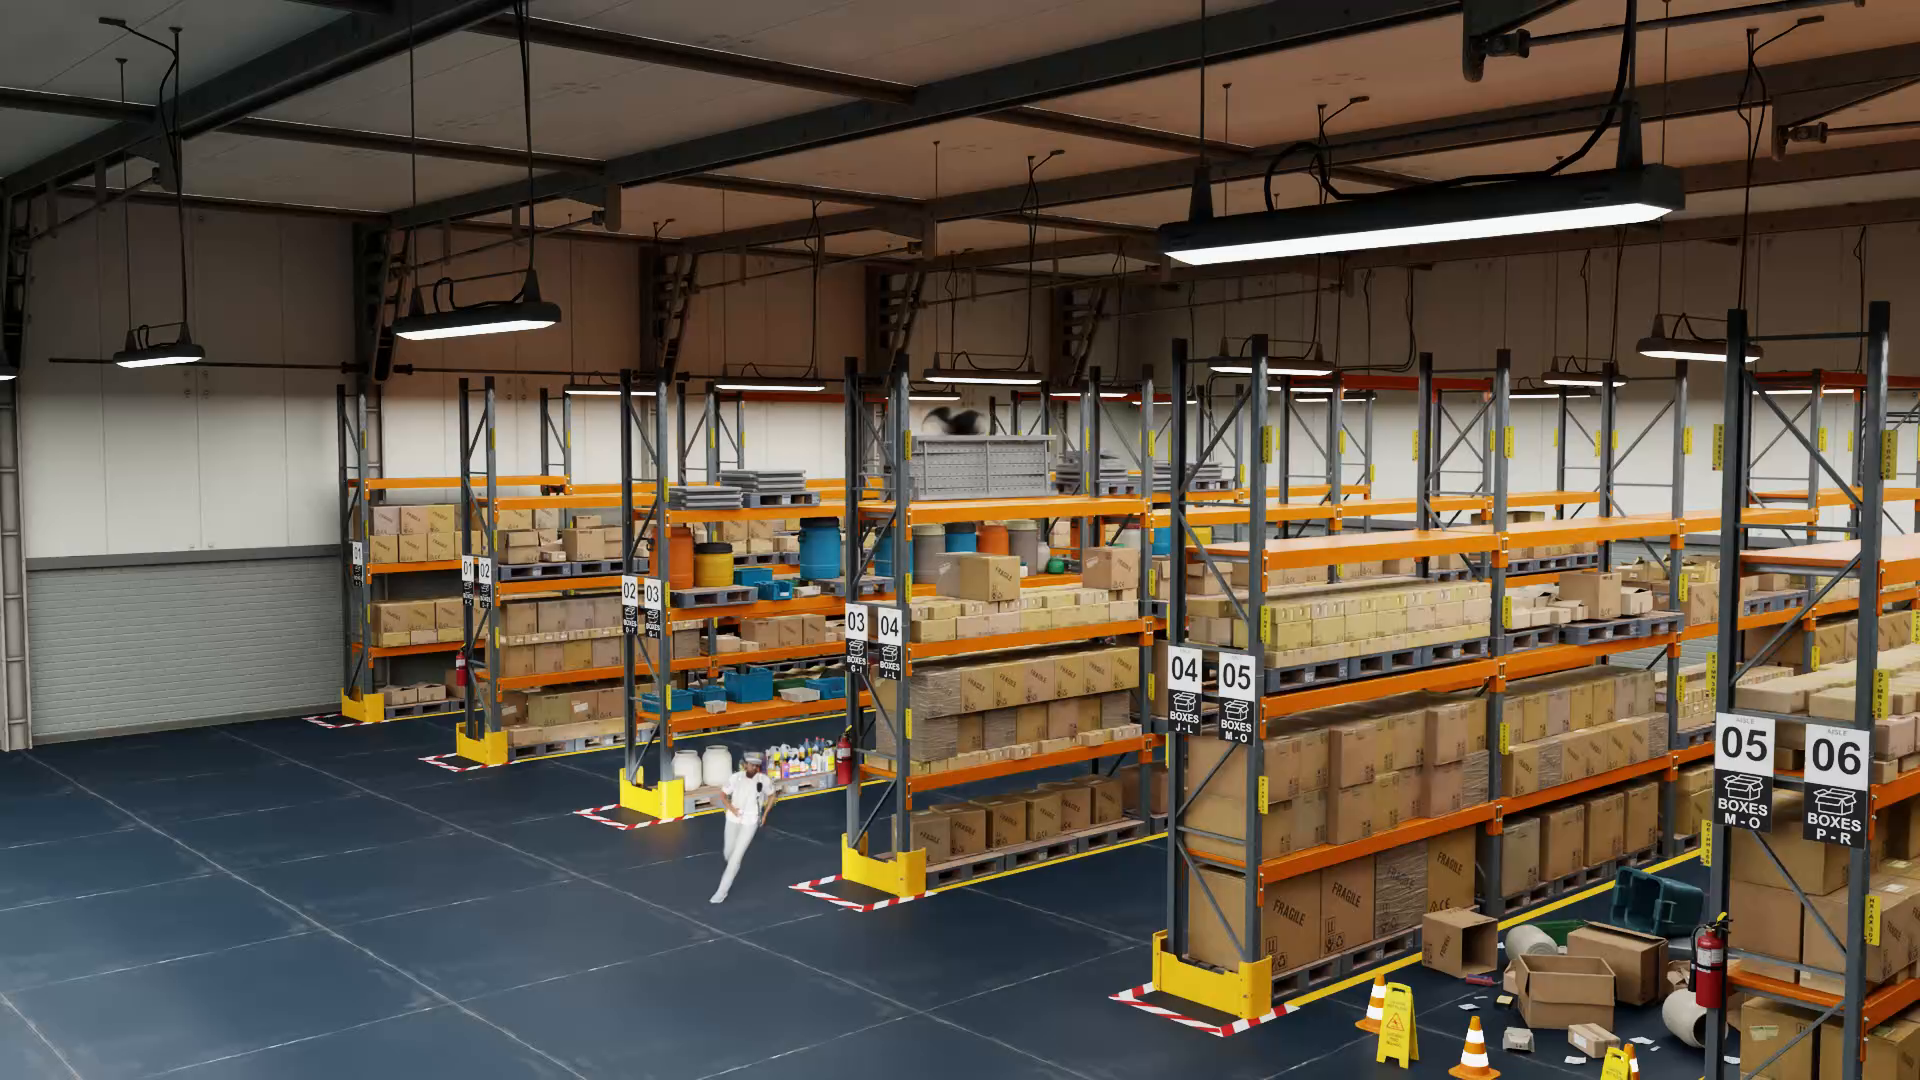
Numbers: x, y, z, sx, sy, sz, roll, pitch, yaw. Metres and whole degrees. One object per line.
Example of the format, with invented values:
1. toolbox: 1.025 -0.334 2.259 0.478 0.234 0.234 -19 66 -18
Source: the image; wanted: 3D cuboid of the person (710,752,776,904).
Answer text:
1. person: -2.404 3.135 18.529 0.667 1.621 0.948 0 4 4
